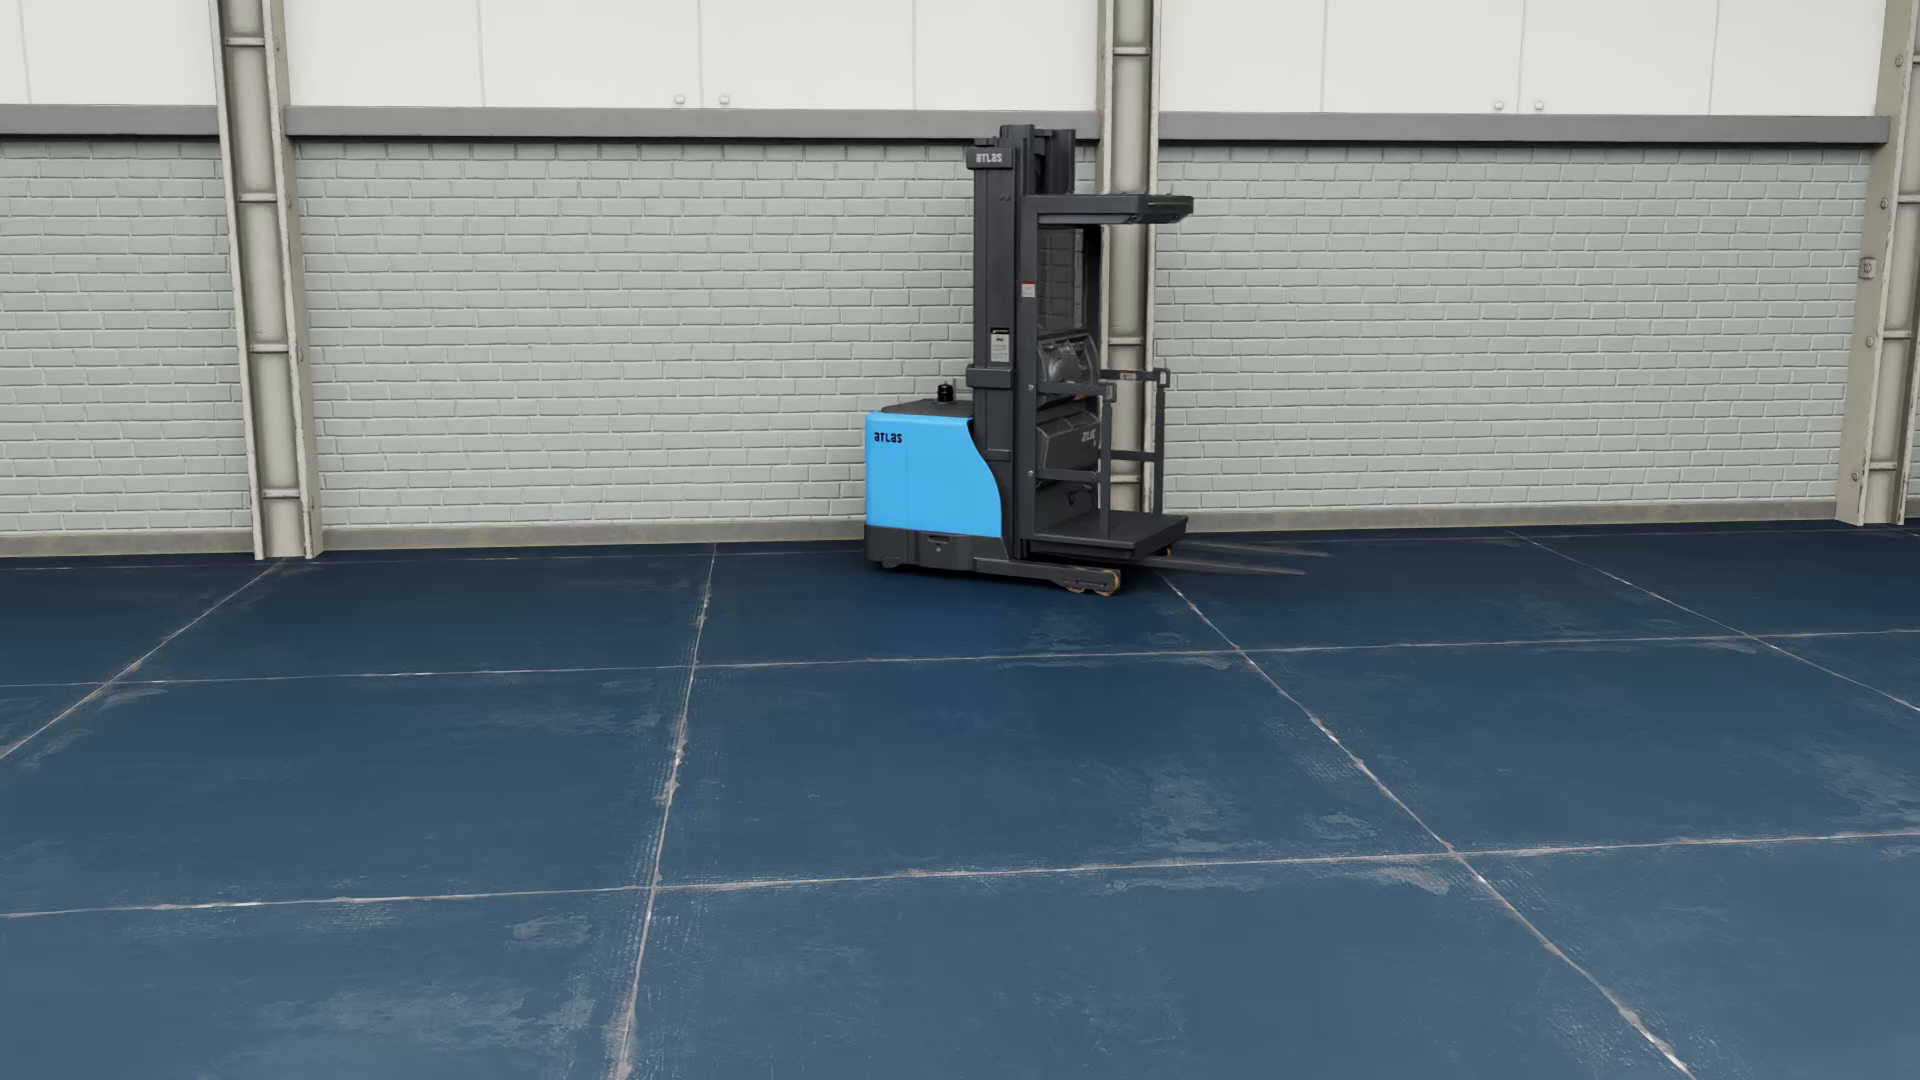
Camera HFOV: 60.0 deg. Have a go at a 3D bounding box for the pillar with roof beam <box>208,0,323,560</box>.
[{"bbox_3d":[-4.305,-3.486,6.771,0.400,9.000,9.100,-1,11,-6],"label":"pillar with roof beam"}]

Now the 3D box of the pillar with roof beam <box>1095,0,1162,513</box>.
[{"bbox_3d":[1.660,-3.611,7.407,0.400,9.000,9.100,-1,11,-6],"label":"pillar with roof beam"}]

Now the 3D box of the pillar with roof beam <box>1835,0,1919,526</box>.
[{"bbox_3d":[7.625,-3.736,8.043,0.400,9.000,9.100,-1,11,-6],"label":"pillar with roof beam"}]

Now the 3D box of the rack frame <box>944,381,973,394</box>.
[{"bbox_3d":[0.000,-0.552,12.066,0.240,1.200,0.006,4,12,20],"label":"rack frame"}]

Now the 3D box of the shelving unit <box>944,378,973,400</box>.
[{"bbox_3d":[0.032,-0.569,12.150,0.258,1.200,0.189,4,12,20],"label":"shelving unit"}]

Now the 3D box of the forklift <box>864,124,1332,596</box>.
[{"bbox_3d":[0.898,-1.198,10.863,3.031,2.935,1.130,5,12,26],"label":"forklift"}]

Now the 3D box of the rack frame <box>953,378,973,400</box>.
[{"bbox_3d":[0.064,-0.585,12.234,0.240,1.200,0.006,4,12,20],"label":"rack frame"}]
